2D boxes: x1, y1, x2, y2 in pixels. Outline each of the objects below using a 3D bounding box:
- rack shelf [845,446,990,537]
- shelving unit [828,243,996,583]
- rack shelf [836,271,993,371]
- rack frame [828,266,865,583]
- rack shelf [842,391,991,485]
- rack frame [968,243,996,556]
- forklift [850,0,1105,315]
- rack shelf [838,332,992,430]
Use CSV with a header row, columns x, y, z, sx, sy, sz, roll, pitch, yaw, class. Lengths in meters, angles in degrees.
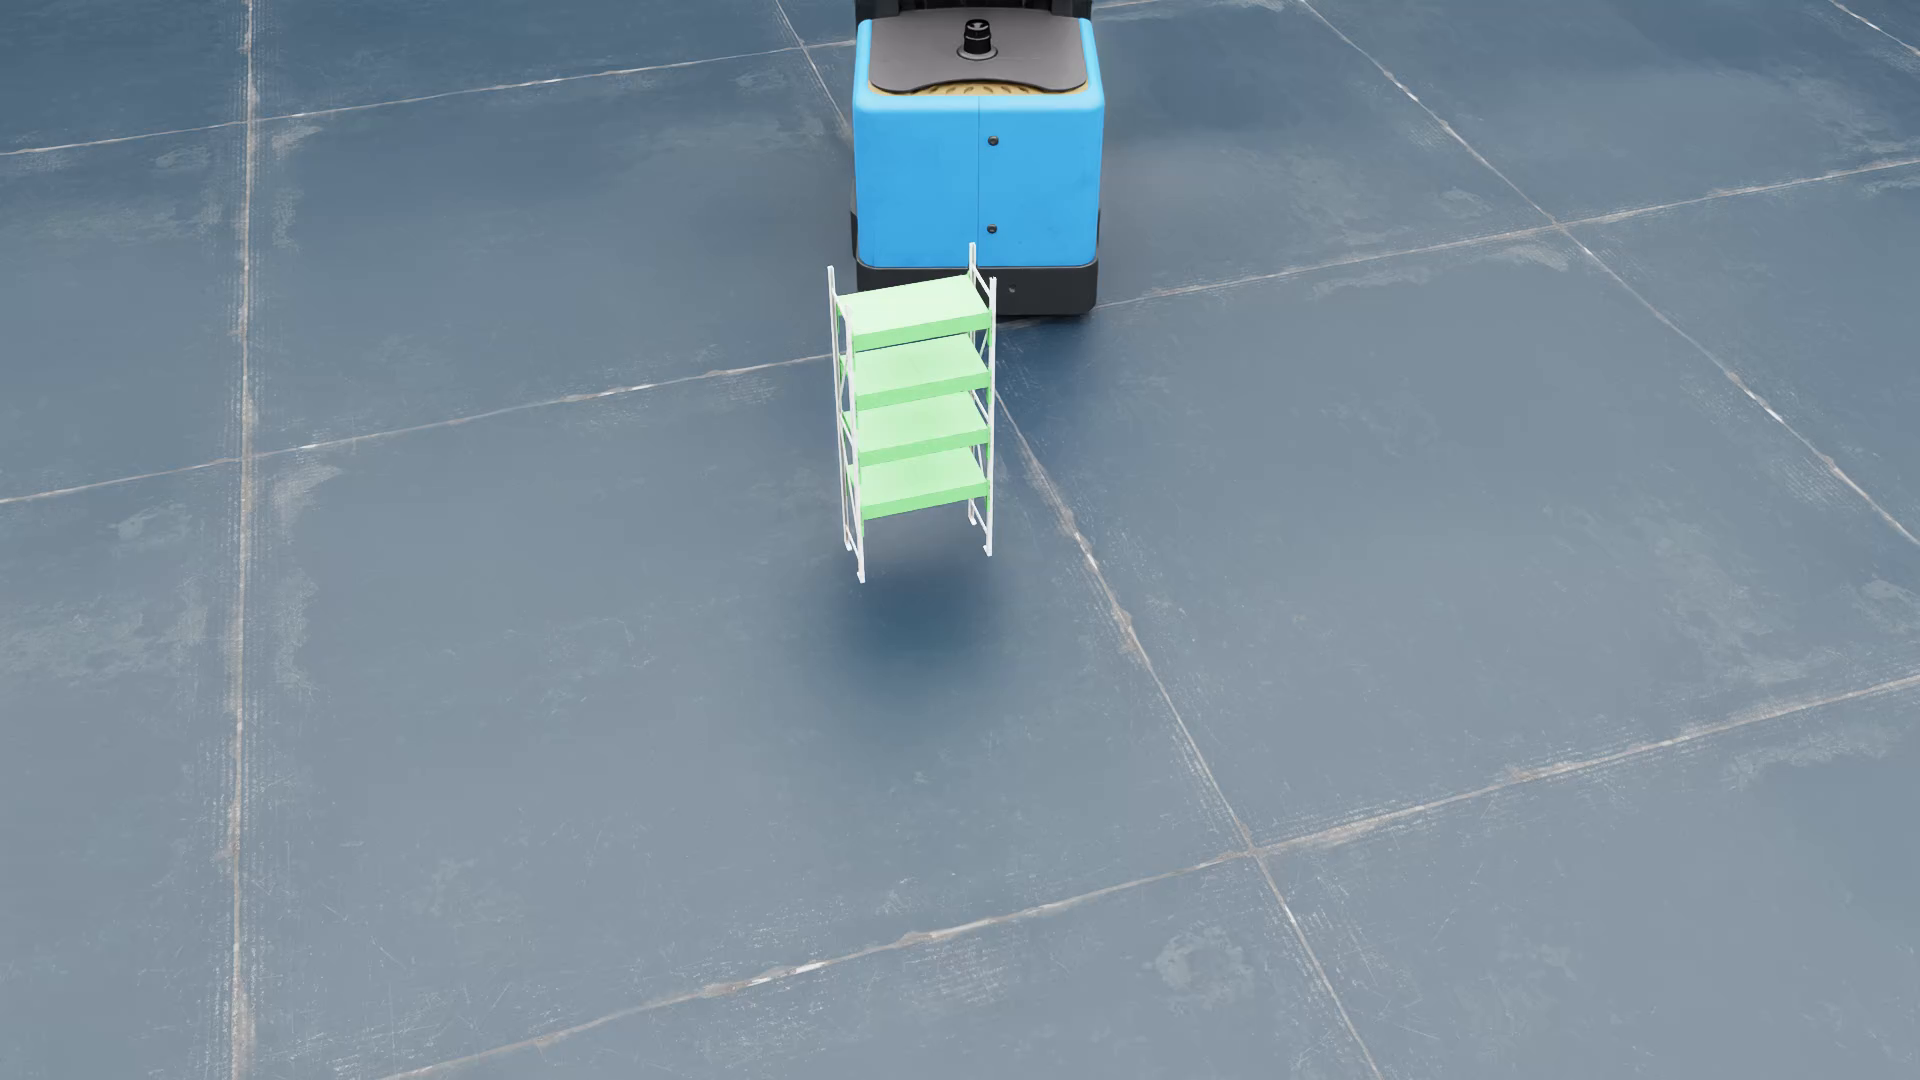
x,y,z,sx,sy,sz,roll,pitch,yaw,class
-0.158,-0.190,6.018,0.480,0.148,0.258,-12,42,-13,rack shelf
-0.158,-0.419,5.818,0.503,1.200,0.258,-12,42,-13,shelving unit
-0.158,-0.732,5.544,0.480,0.148,0.258,-12,42,-13,rack shelf
-0.391,-0.371,5.763,0.015,1.200,0.240,-12,42,-13,rack frame
-0.158,-0.371,5.860,0.480,0.148,0.258,-12,42,-13,rack shelf
0.075,-0.467,5.873,0.015,1.200,0.240,-12,42,-13,rack frame
0.057,-3.026,7.486,1.130,2.935,3.031,-1,41,-1,forklift
-0.158,-0.552,5.702,0.480,0.148,0.258,-12,42,-13,rack shelf
